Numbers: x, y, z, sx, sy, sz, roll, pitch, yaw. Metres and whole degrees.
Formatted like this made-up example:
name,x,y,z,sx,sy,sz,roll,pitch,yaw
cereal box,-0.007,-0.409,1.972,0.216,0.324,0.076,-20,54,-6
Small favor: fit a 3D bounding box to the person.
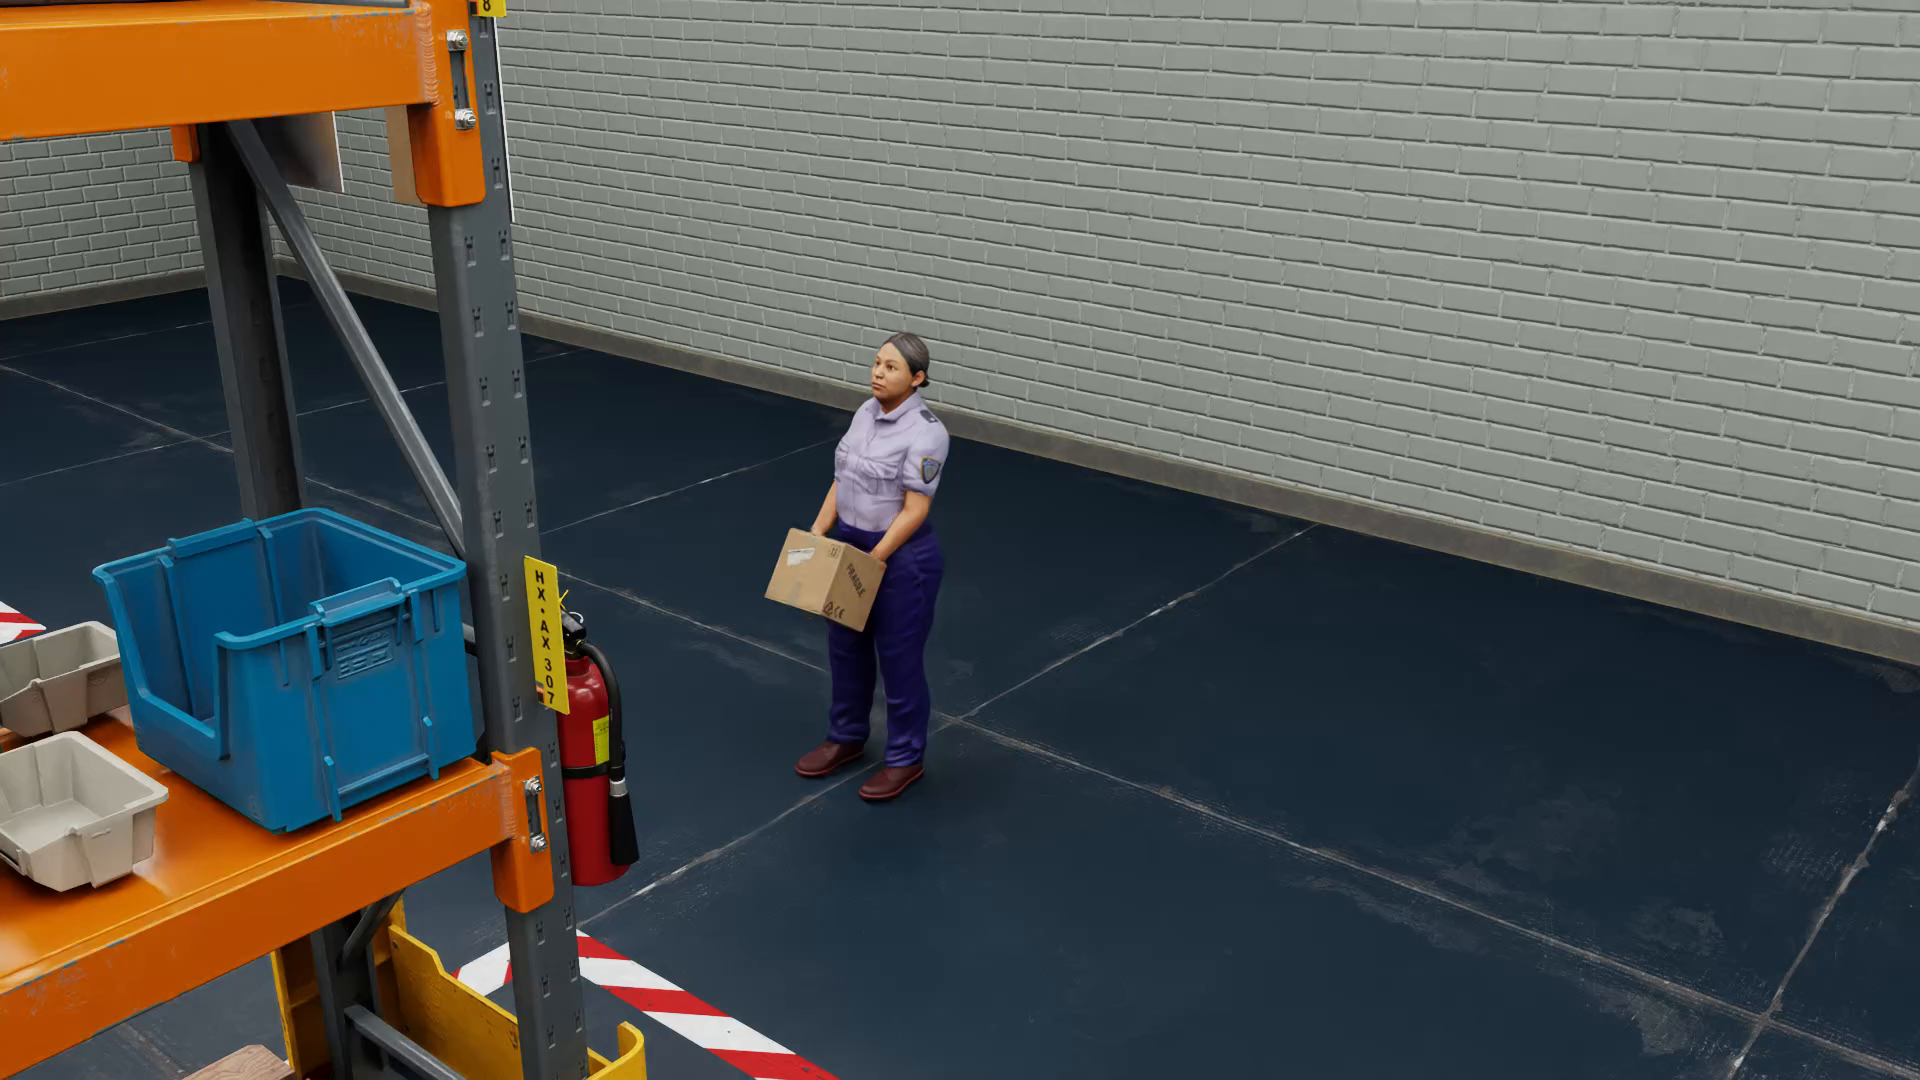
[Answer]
name,x,y,z,sx,sy,sz,roll,pitch,yaw
person,-0.305,0.098,5.827,0.474,1.650,0.503,-15,25,-35
